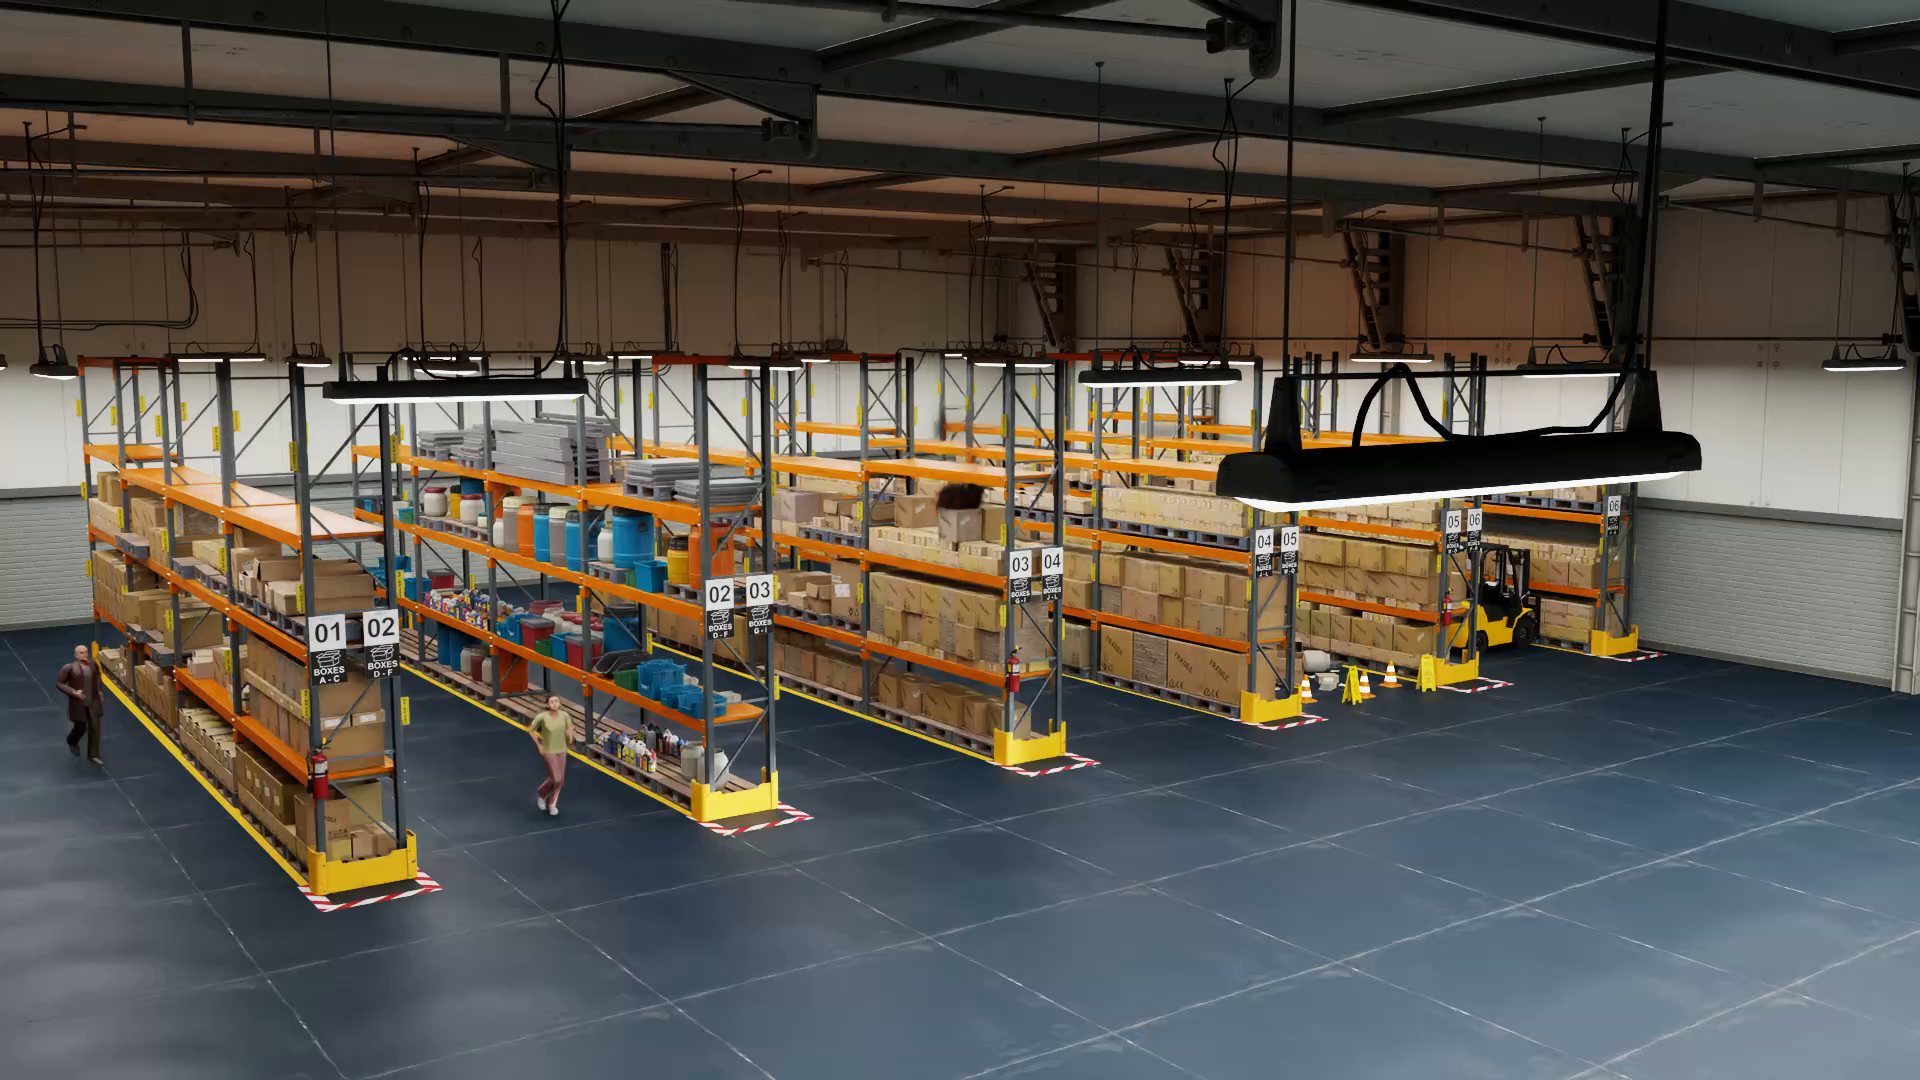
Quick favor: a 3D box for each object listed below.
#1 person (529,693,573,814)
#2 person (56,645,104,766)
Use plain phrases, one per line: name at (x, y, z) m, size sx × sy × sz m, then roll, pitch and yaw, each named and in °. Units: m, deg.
person at (-5.381, 2.846, 22.137) m, size 0.566 × 1.629 × 0.541 m, roll -5°, pitch 9°, yaw -38°
person at (-13.117, 2.449, 24.854) m, size 0.954 × 1.776 × 0.712 m, roll 6°, pitch 9°, yaw 41°
